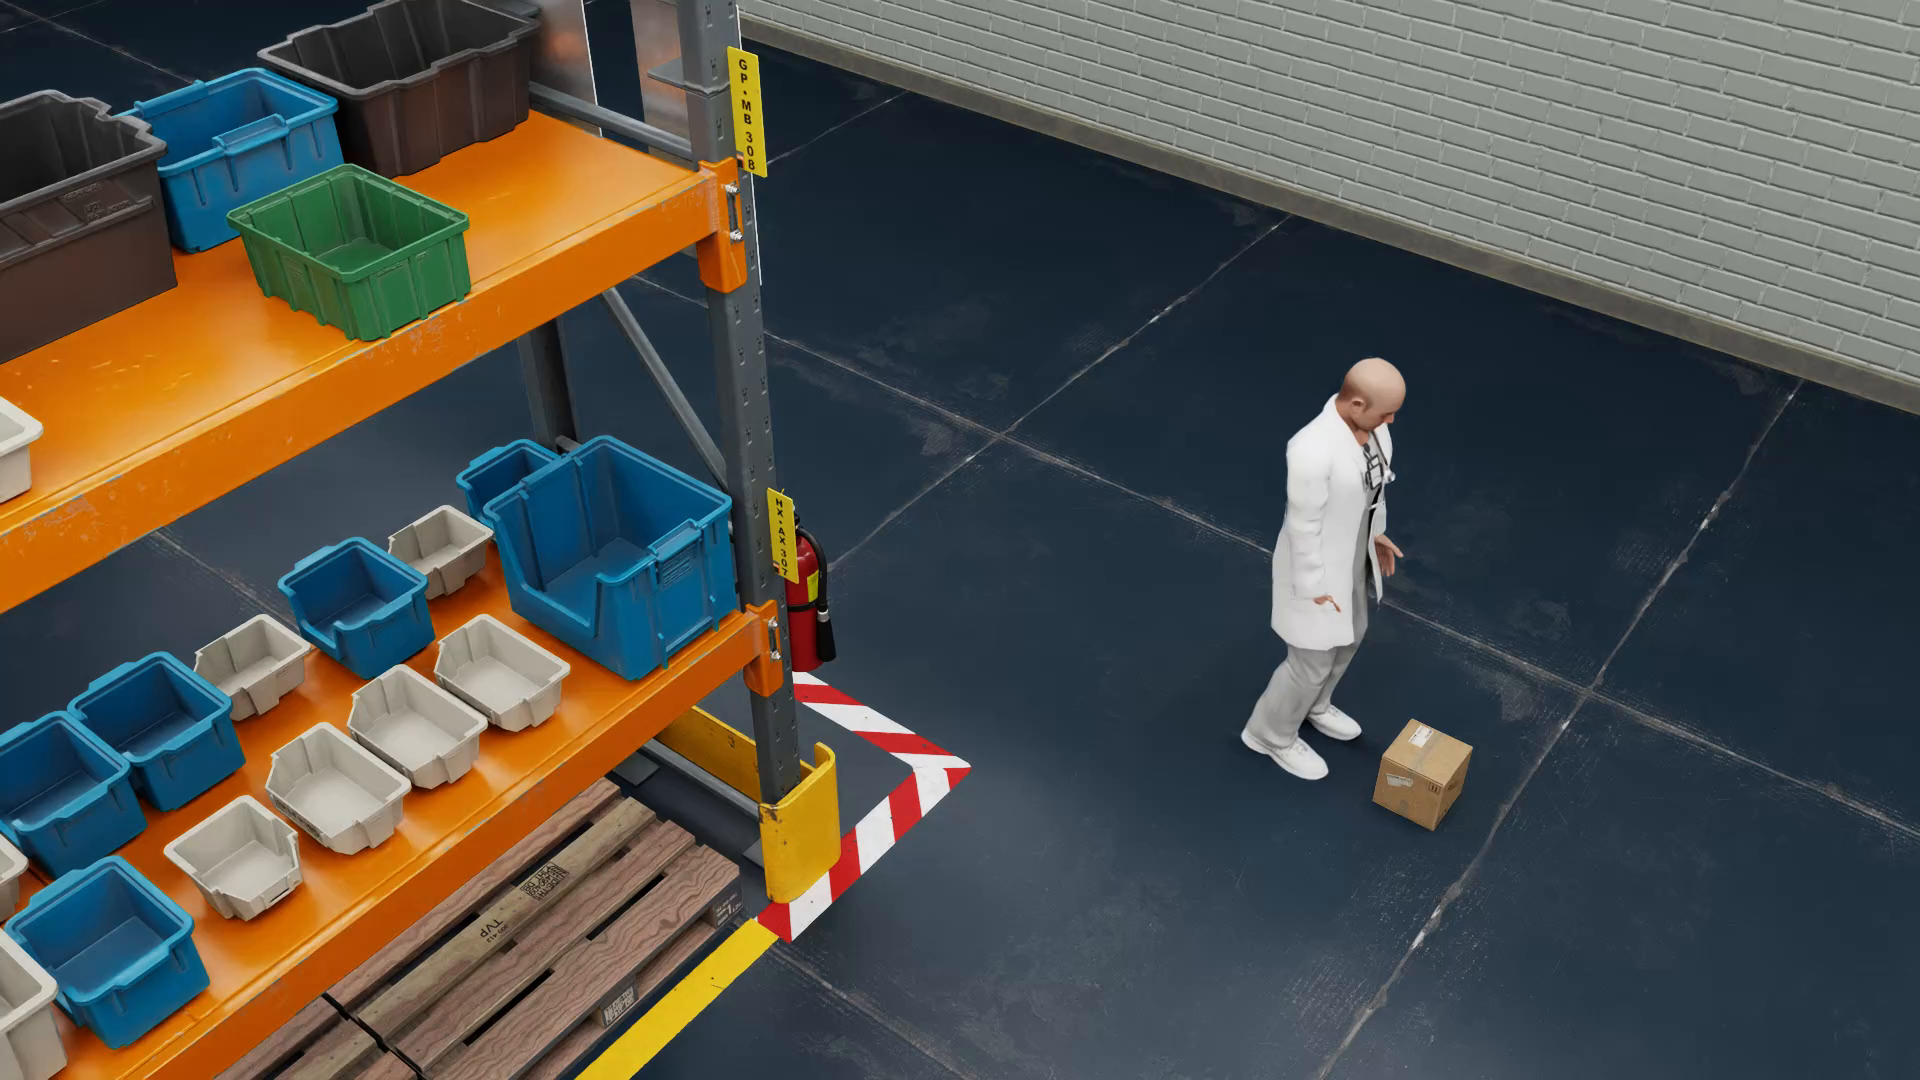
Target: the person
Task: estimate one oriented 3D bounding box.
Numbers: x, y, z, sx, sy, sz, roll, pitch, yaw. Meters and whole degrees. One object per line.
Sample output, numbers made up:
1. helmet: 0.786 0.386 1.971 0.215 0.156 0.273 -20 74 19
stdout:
1. person: 1.367 0.091 6.076 0.383 1.758 0.572 26 45 29
